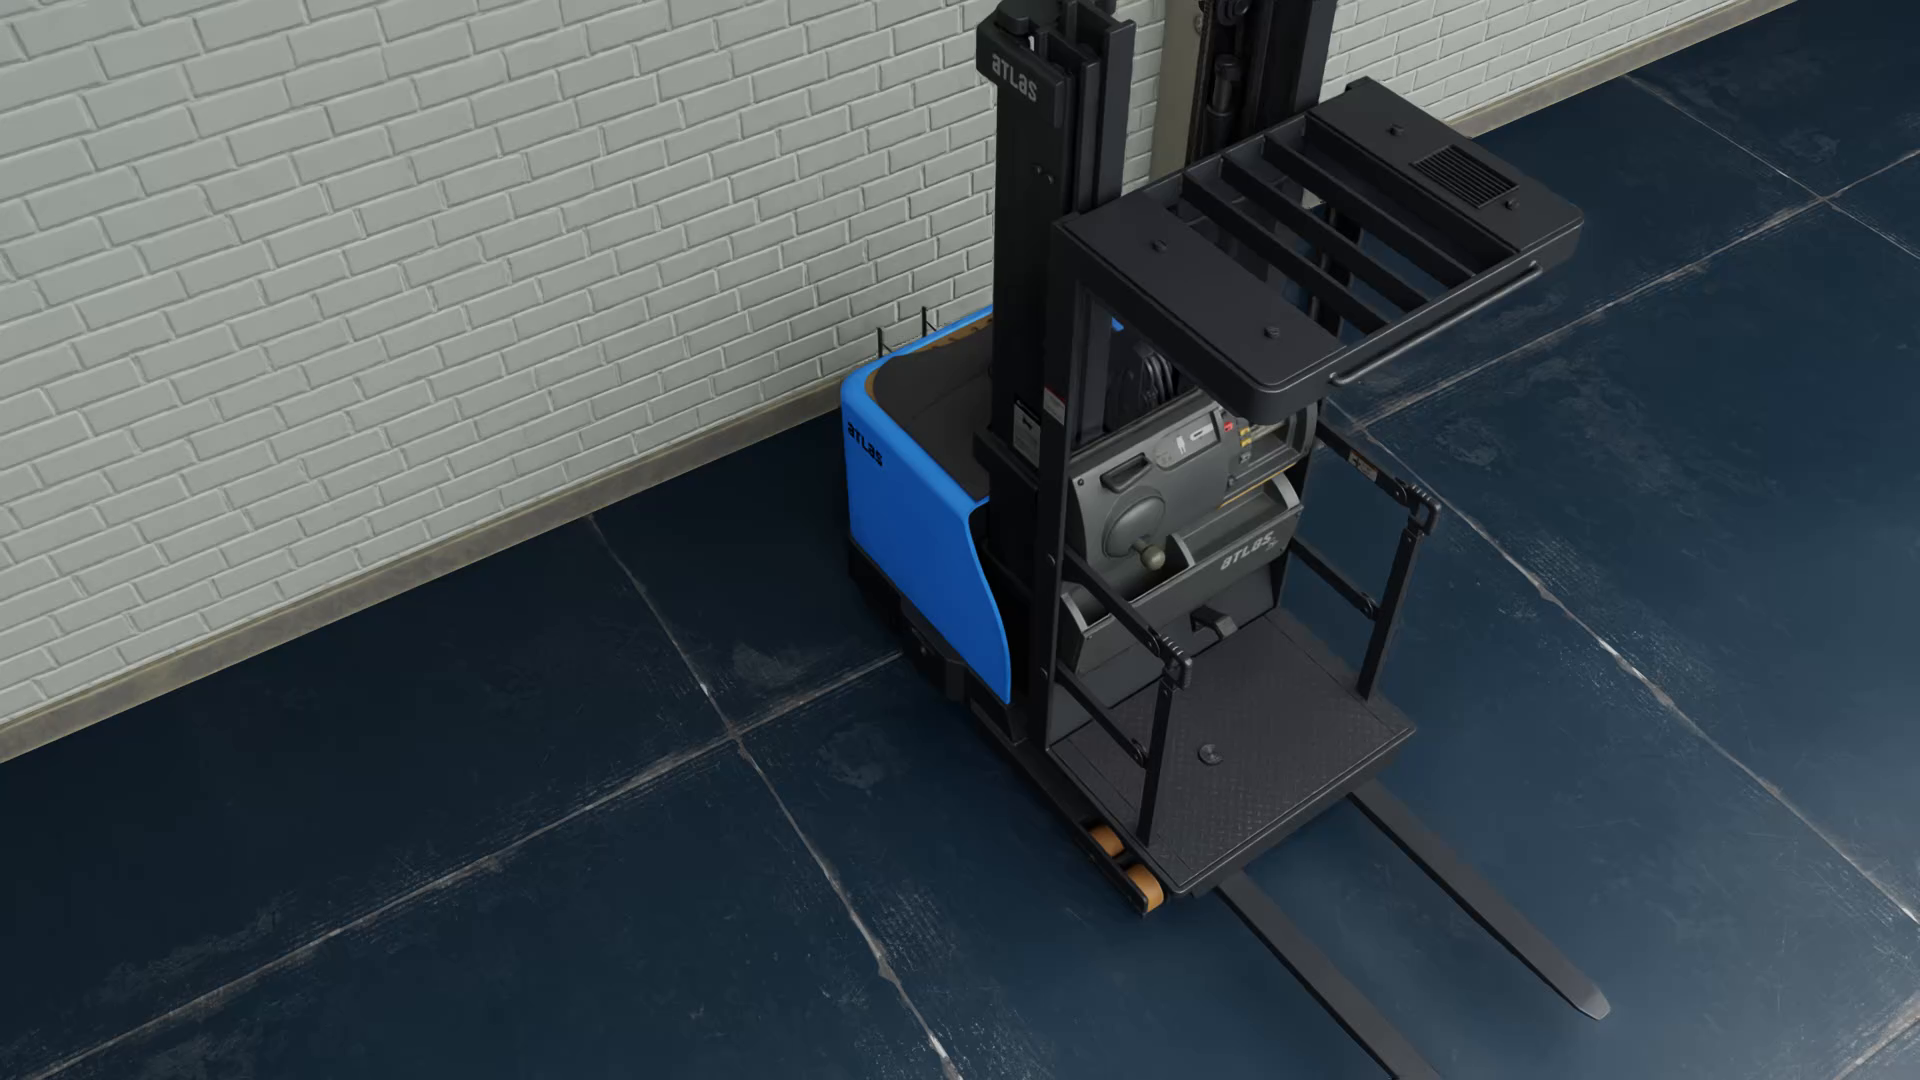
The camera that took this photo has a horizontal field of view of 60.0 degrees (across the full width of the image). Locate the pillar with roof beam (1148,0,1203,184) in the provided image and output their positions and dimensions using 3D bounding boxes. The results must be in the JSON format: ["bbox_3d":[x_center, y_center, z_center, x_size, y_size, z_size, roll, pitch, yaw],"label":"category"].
[{"bbox_3d":[3.383,-1.504,2.009,0.400,9.000,9.100,-25,53,-21],"label":"pillar with roof beam"}]

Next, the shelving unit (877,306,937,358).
[{"bbox_3d":[-0.153,-0.468,6.509,0.210,0.900,0.258,-29,54,-23],"label":"shelving unit"}]

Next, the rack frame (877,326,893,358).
[{"bbox_3d":[-0.235,-0.423,6.469,0.006,0.900,0.240,-29,54,-23],"label":"rack frame"}]

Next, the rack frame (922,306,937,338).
[{"bbox_3d":[-0.071,-0.512,6.549,0.006,0.900,0.240,-29,54,-23],"label":"rack frame"}]

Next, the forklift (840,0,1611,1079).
[{"bbox_3d":[0.841,-0.147,4.863,1.130,2.935,3.031,-29,54,-23],"label":"forklift"}]
